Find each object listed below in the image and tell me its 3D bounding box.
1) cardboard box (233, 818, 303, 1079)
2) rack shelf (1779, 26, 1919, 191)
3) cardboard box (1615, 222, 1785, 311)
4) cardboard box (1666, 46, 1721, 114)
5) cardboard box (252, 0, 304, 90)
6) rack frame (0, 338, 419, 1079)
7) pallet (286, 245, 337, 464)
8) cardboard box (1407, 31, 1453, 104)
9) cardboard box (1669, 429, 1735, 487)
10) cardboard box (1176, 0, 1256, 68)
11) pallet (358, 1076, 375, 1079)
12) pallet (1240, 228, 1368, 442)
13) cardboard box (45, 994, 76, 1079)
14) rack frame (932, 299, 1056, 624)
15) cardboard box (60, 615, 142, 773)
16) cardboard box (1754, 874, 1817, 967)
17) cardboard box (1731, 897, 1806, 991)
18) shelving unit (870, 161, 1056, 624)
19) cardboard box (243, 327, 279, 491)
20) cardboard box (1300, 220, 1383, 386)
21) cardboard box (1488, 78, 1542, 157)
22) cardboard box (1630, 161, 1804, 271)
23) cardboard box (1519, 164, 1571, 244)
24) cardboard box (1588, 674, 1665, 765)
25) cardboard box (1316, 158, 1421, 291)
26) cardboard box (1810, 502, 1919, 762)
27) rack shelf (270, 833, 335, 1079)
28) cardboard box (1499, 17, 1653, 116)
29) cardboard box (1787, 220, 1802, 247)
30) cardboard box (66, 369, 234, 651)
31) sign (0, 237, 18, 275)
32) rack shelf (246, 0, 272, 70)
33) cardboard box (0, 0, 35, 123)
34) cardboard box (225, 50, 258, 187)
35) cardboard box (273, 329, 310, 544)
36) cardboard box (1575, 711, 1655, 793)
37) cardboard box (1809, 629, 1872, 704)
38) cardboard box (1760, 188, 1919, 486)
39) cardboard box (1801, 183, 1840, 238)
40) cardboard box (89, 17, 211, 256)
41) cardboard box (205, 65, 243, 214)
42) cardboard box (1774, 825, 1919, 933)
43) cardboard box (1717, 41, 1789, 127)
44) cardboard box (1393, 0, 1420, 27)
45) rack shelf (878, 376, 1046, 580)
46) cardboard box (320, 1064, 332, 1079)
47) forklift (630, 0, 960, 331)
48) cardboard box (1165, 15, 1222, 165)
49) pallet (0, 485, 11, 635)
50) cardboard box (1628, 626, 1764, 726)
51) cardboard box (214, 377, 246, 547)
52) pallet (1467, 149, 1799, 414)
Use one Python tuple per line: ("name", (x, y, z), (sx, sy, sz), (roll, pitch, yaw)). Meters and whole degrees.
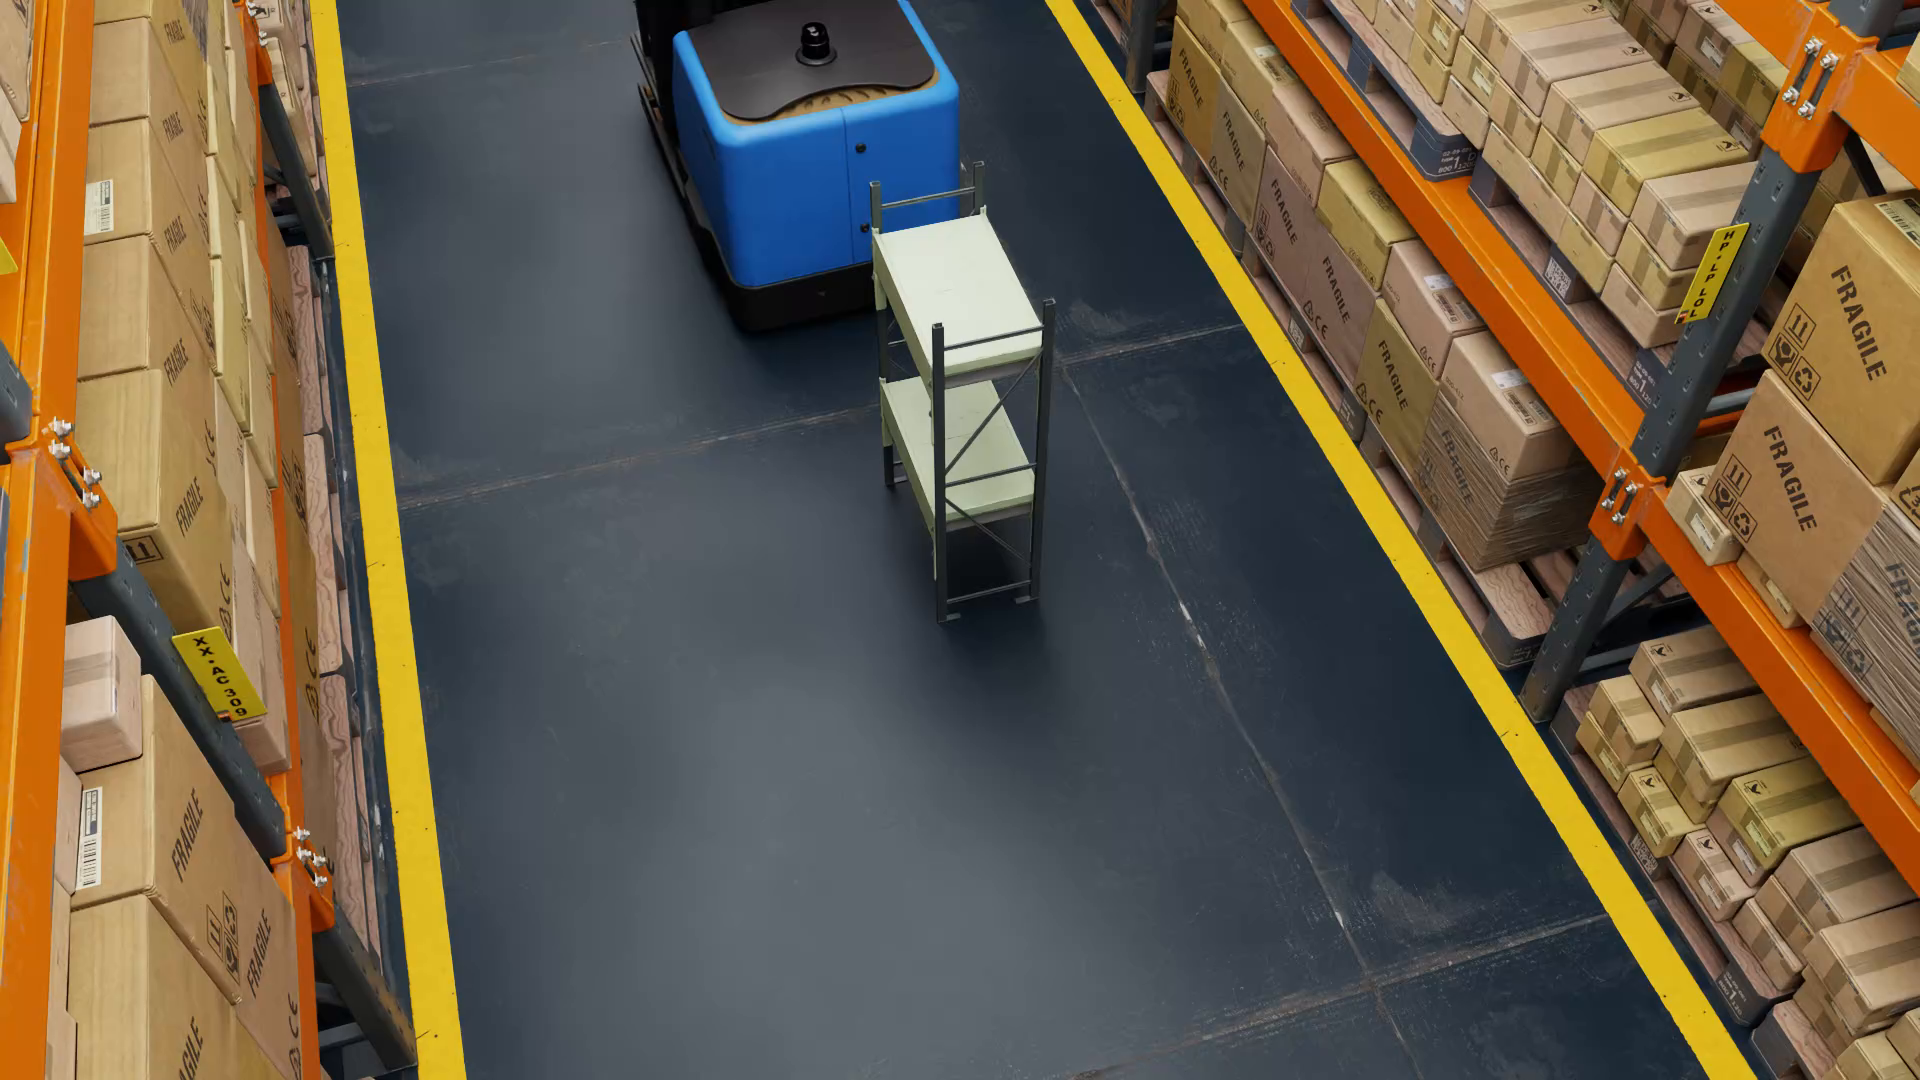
("cardboard box", (-1.795, 0.983, 3.683), (0.500, 0.500, 0.500), (-13, 51, -11))
("rack shelf", (3.114, 0.267, 2.861), (1.077, 0.370, 4.000), (-13, 51, -11))
("cardboard box", (2.216, -0.855, 4.993), (0.380, 0.149, 0.250), (-12, 51, -10))
("cardboard box", (2.613, -1.567, 5.594), (0.380, 0.149, 0.250), (-15, 52, -13))
("cardboard box", (-3.742, -2.427, 8.068), (0.950, 0.372, 0.625), (-14, 51, -12))
("rack frame", (-2.176, 0.735, 3.958), (1.000, 3.000, 0.127), (-13, 51, -11))
("pallet", (-3.198, -0.695, 6.988), (1.003, 0.211, 1.213), (-13, 51, -11))
("cardboard box", (1.828, -1.709, 5.908), (0.380, 0.149, 0.250), (-11, 51, -9))
("cardboard box", (2.558, -0.388, 6.265), (0.500, 0.500, 0.500), (-12, 51, -10))
("cardboard box", (1.313, -2.393, 7.465), (0.500, 0.250, 0.500), (-15, 52, -13))
("pallet", (-2.026, 2.206, 4.541), (1.003, 0.211, 1.213), (-13, 51, -11))
("pallet", (1.927, -1.021, 7.262), (1.003, 0.211, 1.213), (-13, 51, -11))
("cardboard box", (-1.650, 0.906, 2.670), (0.380, 0.149, 0.250), (-14, 51, -11))
("rack frame", (0.106, -0.221, 5.745), (0.400, 1.500, 0.023), (-13, 51, -11))
("cardboard box", (-1.781, 0.324, 3.161), (0.380, 0.149, 0.250), (-14, 51, -12))
("cardboard box", (2.668, 1.099, 5.047), (0.380, 0.149, 0.250), (-16, 52, -13))
("cardboard box", (2.648, 1.202, 5.154), (0.380, 0.149, 0.250), (-14, 51, -12))
("shelving unit", (-0.002, -0.488, 5.970), (0.431, 1.500, 0.755), (-13, 51, -11))
("cardboard box", (-2.345, -0.354, 4.974), (0.500, 0.250, 0.500), (-14, 51, -11))
("cardboard box", (1.764, -1.022, 6.800), (0.500, 0.500, 0.500), (-14, 51, -12))
("cardboard box", (1.982, -1.427, 5.476), (0.380, 0.149, 0.250), (-15, 51, -12))
("cardboard box", (2.218, -0.954, 4.882), (0.380, 0.149, 0.250), (-11, 51, -9))
("cardboard box", (2.067, -1.130, 5.420), (0.380, 0.149, 0.250), (-13, 51, -11))
("cardboard box", (2.324, 0.566, 5.496), (0.380, 0.149, 0.250), (-11, 51, -9))
("cardboard box", (1.752, -1.278, 6.525), (0.500, 0.250, 0.500), (-15, 52, -13))
("cardboard box", (2.582, 0.192, 4.156), (0.500, 0.500, 0.500), (-13, 51, -11))
("rack shelf", (-1.585, 2.427, 3.002), (1.077, 0.370, 4.000), (-13, 51, -11))
("cardboard box", (1.985, -1.530, 5.369), (0.380, 0.149, 0.250), (-13, 51, -11))
("cardboard box", (2.758, -1.106, 5.400), (0.380, 0.149, 0.250), (-13, 51, -10))
("cardboard box", (-2.031, -0.006, 3.864), (0.500, 0.500, 0.500), (-13, 51, -11))
("sign", (-1.646, -0.551, 2.690), (0.100, 0.325, 0.005), (-13, 51, -11))
("rack shelf", (-3.950, -3.416, 7.928), (1.077, 0.370, 4.000), (-13, 51, -11))
("cardboard box", (-2.160, -1.109, 3.211), (0.500, 0.500, 0.500), (-14, 51, -12))
("cardboard box", (-2.795, -1.458, 5.905), (0.500, 0.250, 0.500), (-12, 51, -10))
("cardboard box", (-2.974, -0.462, 6.082), (0.875, 0.875, 0.875), (-13, 51, -11))
("cardboard box", (2.324, 0.664, 5.608), (0.380, 0.149, 0.250), (-15, 52, -13))
("cardboard box", (2.570, 0.258, 4.524), (0.380, 0.149, 0.250), (-15, 52, -13))
("cardboard box", (2.423, -0.524, 4.106), (0.500, 0.500, 0.500), (-12, 51, -10))
("cardboard box", (2.846, -1.000, 5.116), (0.380, 0.149, 0.250), (-13, 51, -10))
("cardboard box", (-2.513, -1.115, 4.798), (0.500, 0.500, 0.500), (-14, 51, -12))
("cardboard box", (-2.647, -1.260, 5.411), (0.500, 0.250, 0.500), (-15, 51, -12))
("cardboard box", (2.672, 1.005, 4.931), (0.380, 0.149, 0.250), (-15, 51, -12))
("cardboard box", (2.684, -1.486, 5.331), (0.380, 0.149, 0.250), (-13, 51, -11))
("cardboard box", (1.757, -1.995, 5.955), (0.380, 0.149, 0.250), (-12, 51, -10))
("rack shelf", (-0.002, -0.278, 6.220), (0.431, 0.370, 0.720), (-13, 51, -11))
("cardboard box", (-2.093, 1.908, 4.370), (0.875, 0.438, 0.875), (-14, 51, -12))
("forklift", (-0.957, -3.007, 7.158), (1.130, 2.935, 3.031), (-15, 52, -12))
("cardboard box", (1.305, -2.135, 7.738), (0.500, 0.500, 0.500), (-15, 52, -13))
("pallet", (-1.944, 0.396, 2.340), (1.003, 0.211, 1.213), (-13, 51, -11))
("cardboard box", (2.427, 0.432, 5.415), (0.380, 0.149, 0.250), (-11, 51, -9))
("cardboard box", (-2.218, -0.138, 4.465), (0.500, 0.250, 0.500), (-13, 51, -10))
("pallet", (2.436, -0.988, 5.536), (1.003, 0.211, 1.213), (-13, 51, -11))
